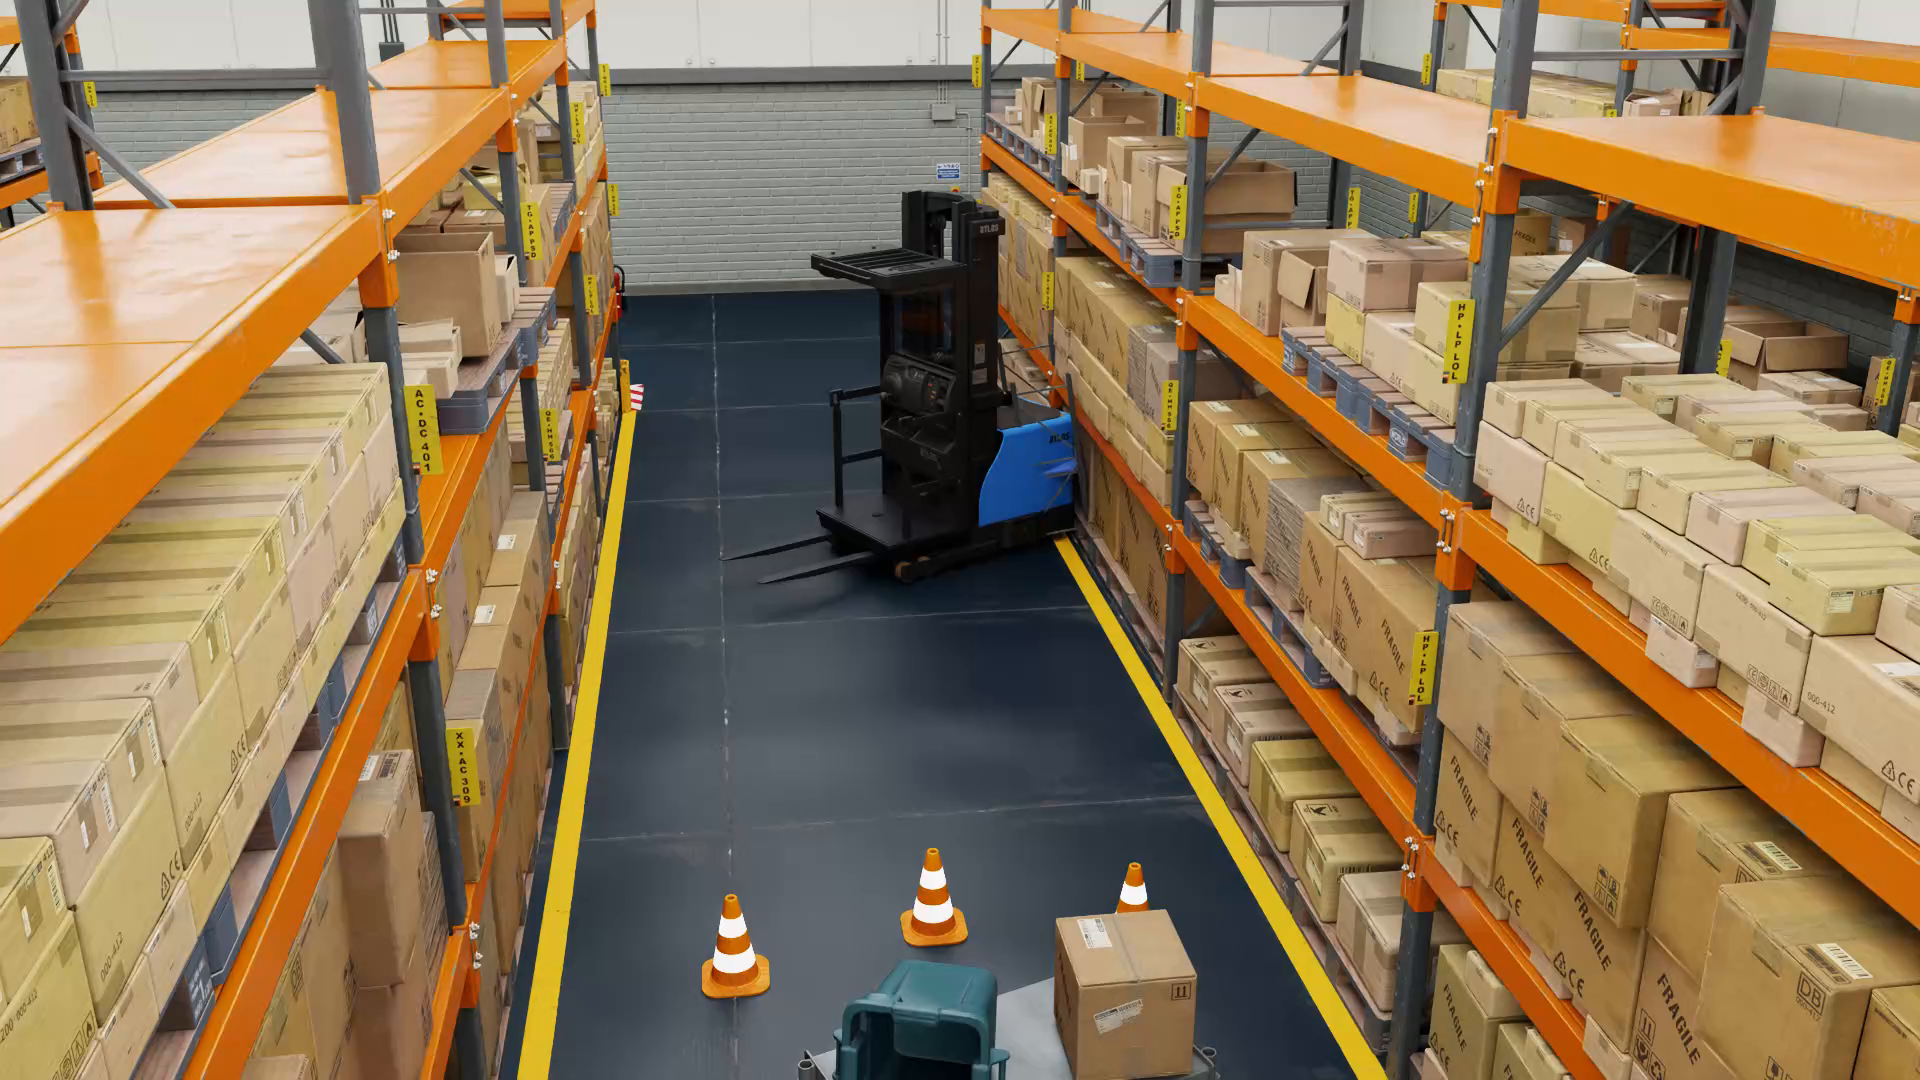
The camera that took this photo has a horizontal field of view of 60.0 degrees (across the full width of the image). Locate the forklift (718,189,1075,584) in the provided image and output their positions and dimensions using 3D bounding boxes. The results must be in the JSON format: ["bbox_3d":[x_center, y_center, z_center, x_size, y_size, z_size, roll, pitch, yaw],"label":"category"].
[{"bbox_3d":[-0.506,-1.242,13.352,3.031,2.935,1.130,-15,25,-34],"label":"forklift"}]

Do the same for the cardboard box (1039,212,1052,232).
[{"bbox_3d":[0.934,-2.906,15.210,0.380,0.149,0.250,-3,21,-8],"label":"cardboard box"}]

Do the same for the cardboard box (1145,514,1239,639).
[{"bbox_3d":[1.864,0.215,11.791,0.875,0.875,0.875,-3,21,-8],"label":"cardboard box"}]

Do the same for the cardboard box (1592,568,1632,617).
[{"bbox_3d":[2.384,0.139,5.628,0.380,0.149,0.250,-2,21,-6],"label":"cardboard box"}]

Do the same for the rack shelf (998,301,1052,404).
[{"bbox_3d":[1.016,-2.081,16.529,1.077,0.370,4.000,-3,21,-8],"label":"rack shelf"}]

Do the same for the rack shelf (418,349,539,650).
[{"bbox_3d":[-2.714,-0.432,7.826,1.077,0.370,4.000,-3,21,-8],"label":"rack shelf"}]

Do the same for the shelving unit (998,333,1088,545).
[{"bbox_3d":[0.716,-0.864,14.263,0.538,1.500,1.048,-10,26,-1],"label":"shelving unit"}]

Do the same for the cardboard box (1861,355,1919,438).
[{"bbox_3d":[6.873,-1.022,11.922,0.500,0.500,0.500,-2,21,-5],"label":"cardboard box"}]

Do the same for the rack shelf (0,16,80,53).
[{"bbox_3d":[-8.790,-4.204,14.211,1.077,0.370,4.000,-3,21,-8],"label":"rack shelf"}]

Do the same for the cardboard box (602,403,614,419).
[{"bbox_3d":[-3.633,-1.300,16.458,0.380,0.149,0.250,-3,21,-7],"label":"cardboard box"}]

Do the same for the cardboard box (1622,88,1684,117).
[{"bbox_3d":[5.914,-3.720,14.200,0.396,0.266,0.258,-3,21,-8],"label":"cardboard box"}]

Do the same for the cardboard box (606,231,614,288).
[{"bbox_3d":[-3.836,-2.870,17.044,0.500,0.500,0.500,-2,21,-7],"label":"cardboard box"}]

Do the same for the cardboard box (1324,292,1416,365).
[{"bbox_3d":[2.090,-1.034,8.026,0.500,0.250,0.500,-3,21,-7],"label":"cardboard box"}]

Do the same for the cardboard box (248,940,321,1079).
[{"bbox_3d":[-2.186,1.444,4.306,0.875,0.550,0.500,-3,21,-8],"label":"cardboard box"}]

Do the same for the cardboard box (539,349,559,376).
[{"bbox_3d":[-3.183,-1.311,12.347,0.380,0.149,0.250,-4,21,-10],"label":"cardboard box"}]

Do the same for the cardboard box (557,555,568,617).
[{"bbox_3d":[-2.862,0.316,10.984,0.500,0.250,0.500,-4,21,-10],"label":"cardboard box"}]

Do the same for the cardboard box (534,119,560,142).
[{"bbox_3d":[-3.381,-3.310,13.434,0.380,0.149,0.250,-3,21,-9],"label":"cardboard box"}]

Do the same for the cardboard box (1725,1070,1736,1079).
[{"bbox_3d":[2.547,1.722,4.751,0.500,0.500,0.500,-3,21,-8],"label":"cardboard box"}]

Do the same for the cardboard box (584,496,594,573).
[{"bbox_3d":[-3.149,-0.046,13.023,0.500,0.500,0.500,-3,21,-9],"label":"cardboard box"}]

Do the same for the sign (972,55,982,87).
[{"bbox_3d":[0.178,-4.936,17.496,0.100,0.325,0.005,-3,21,-8],"label":"sign"}]

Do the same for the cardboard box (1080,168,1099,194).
[{"bbox_3d":[1.141,-2.762,12.772,0.380,0.166,0.250,-4,21,-11],"label":"cardboard box"}]

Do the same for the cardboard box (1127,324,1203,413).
[{"bbox_3d":[1.466,-1.199,11.567,0.500,0.500,0.500,-3,21,-7],"label":"cardboard box"}]

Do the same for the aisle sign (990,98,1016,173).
[{"bbox_3d":[0.431,-4.339,17.830,0.394,0.787,0.004,-3,21,-8],"label":"aisle sign"}]

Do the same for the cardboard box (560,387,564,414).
[{"bbox_3d":[-3.172,-1.033,12.455,0.380,0.149,0.250,-4,21,-10],"label":"cardboard box"}]

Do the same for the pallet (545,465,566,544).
[{"bbox_3d":[-3.211,-0.208,10.759,1.213,0.211,1.003,-3,21,-8],"label":"pallet"}]

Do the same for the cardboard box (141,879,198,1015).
[{"bbox_3d":[-1.691,0.785,3.156,0.380,0.149,0.250,-3,21,-7],"label":"cardboard box"}]

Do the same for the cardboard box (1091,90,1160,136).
[{"bbox_3d":[1.428,-3.636,14.490,0.500,0.500,0.500,-3,21,-7],"label":"cardboard box"}]

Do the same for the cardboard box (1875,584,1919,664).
[{"bbox_3d":[2.614,0.220,4.273,0.380,0.149,0.250,-4,21,-9],"label":"cardboard box"}]

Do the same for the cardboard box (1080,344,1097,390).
[{"bbox_3d":[1.239,-1.368,13.091,0.500,0.250,0.500,-3,21,-7],"label":"cardboard box"}]

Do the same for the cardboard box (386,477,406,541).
[{"bbox_3d":[-2.057,-0.092,5.505,0.380,0.149,0.250,-3,21,-8],"label":"cardboard box"}]

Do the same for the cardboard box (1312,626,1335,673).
[{"bbox_3d":[1.977,0.533,8.260,0.380,0.149,0.250,-3,21,-7],"label":"cardboard box"}]

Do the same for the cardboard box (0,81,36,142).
[{"bbox_3d":[-8.988,-3.928,15.273,0.700,0.500,0.500,-4,21,-10],"label":"cardboard box"}]

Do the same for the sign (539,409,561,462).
[{"bbox_3d":[-2.454,-0.628,9.955,0.100,0.325,0.005,-3,21,-8],"label":"sign"}]

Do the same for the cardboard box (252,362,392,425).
[{"bbox_3d":[-2.058,-0.465,5.364,0.380,0.149,0.250,-3,21,-8],"label":"cardboard box"}]

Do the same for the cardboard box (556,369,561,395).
[{"bbox_3d":[-3.174,-1.170,12.395,0.380,0.149,0.250,-4,21,-11],"label":"cardboard box"}]

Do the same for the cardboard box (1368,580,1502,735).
[{"bbox_3d":[2.164,0.513,7.388,0.500,0.500,0.500,-3,21,-9],"label":"cardboard box"}]

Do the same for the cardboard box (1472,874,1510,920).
[{"bbox_3d":[2.274,1.372,6.615,0.380,0.149,0.250,-2,21,-6],"label":"cardboard box"}]

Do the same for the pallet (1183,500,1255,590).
[{"bbox_3d":[2.090,-0.010,10.229,1.213,0.211,1.003,-3,21,-8],"label":"pallet"}]

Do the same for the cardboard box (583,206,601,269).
[{"bbox_3d":[-3.607,-2.797,15.420,0.500,0.500,0.500,-4,21,-10],"label":"cardboard box"}]

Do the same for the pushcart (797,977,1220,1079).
[{"bbox_3d":[0.209,2.405,7.238,1.648,0.377,0.936,-11,23,-26],"label":"pushcart"}]

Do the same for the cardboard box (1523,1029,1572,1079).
[{"bbox_3d":[2.310,1.922,6.113,0.380,0.149,0.250,-2,21,-6],"label":"cardboard box"}]

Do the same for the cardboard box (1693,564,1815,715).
[{"bbox_3d":[2.468,0.263,4.727,0.500,0.250,0.500,-3,21,-7],"label":"cardboard box"}]

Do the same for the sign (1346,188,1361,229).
[{"bbox_3d":[2.419,-2.015,10.297,0.100,0.325,0.005,-3,21,-8],"label":"sign"}]

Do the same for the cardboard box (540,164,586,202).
[{"bbox_3d":[-3.384,-2.950,13.753,0.500,0.250,0.500,-2,21,-5],"label":"cardboard box"}]

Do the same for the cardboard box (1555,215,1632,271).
[{"bbox_3d":[6.265,-2.927,16.483,0.500,0.500,0.500,-3,21,-9],"label":"cardboard box"}]

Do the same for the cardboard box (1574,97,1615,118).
[{"bbox_3d":[5.905,-3.848,15.020,0.500,0.250,0.500,-3,21,-8],"label":"cardboard box"}]

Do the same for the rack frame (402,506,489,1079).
[{"bbox_3d":[-2.426,1.329,6.371,1.000,3.000,0.127,-3,21,-8],"label":"rack frame"}]

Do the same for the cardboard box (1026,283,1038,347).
[{"bbox_3d":[0.905,-2.098,15.404,0.500,0.500,0.500,-3,21,-9],"label":"cardboard box"}]

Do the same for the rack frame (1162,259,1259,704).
[{"bbox_3d":[1.881,-0.341,10.841,1.000,3.000,0.127,-3,21,-8],"label":"rack frame"}]

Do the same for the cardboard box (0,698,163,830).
[{"bbox_3d":[-1.690,0.415,3.008,0.380,0.149,0.250,-3,21,-7],"label":"cardboard box"}]

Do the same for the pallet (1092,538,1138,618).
[{"bbox_3d":[1.670,0.267,13.199,1.003,0.211,1.213,-3,21,-8],"label":"pallet"}]

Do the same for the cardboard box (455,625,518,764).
[{"bbox_3d":[-2.378,0.738,7.809,0.500,0.500,0.500,-3,21,-8],"label":"cardboard box"}]

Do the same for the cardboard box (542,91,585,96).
[{"bbox_3d":[-3.718,-4.126,15.618,0.380,0.149,0.250,-3,21,-9],"label":"cardboard box"}]

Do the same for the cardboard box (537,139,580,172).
[{"bbox_3d":[-3.411,-3.189,13.680,0.500,0.250,0.500,-2,21,-6],"label":"cardboard box"}]

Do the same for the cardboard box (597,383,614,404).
[{"bbox_3d":[-3.618,-1.439,16.406,0.380,0.149,0.250,-2,21,-6],"label":"cardboard box"}]

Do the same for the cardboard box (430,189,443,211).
[{"bbox_3d":[-3.407,-2.170,10.216,0.396,0.266,0.258,-3,21,-8],"label":"cardboard box"}]

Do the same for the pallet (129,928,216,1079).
[{"bbox_3d":[-1.966,1.094,2.840,1.003,0.211,1.213,-3,21,-8],"label":"pallet"}]

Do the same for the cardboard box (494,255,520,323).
[{"bbox_3d":[-2.555,-1.316,8.551,0.500,0.311,0.500,-3,21,-8],"label":"cardboard box"}]

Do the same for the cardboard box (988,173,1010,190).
[{"bbox_3d":[0.505,-3.793,17.585,0.380,0.149,0.250,-2,21,-7],"label":"cardboard box"}]
